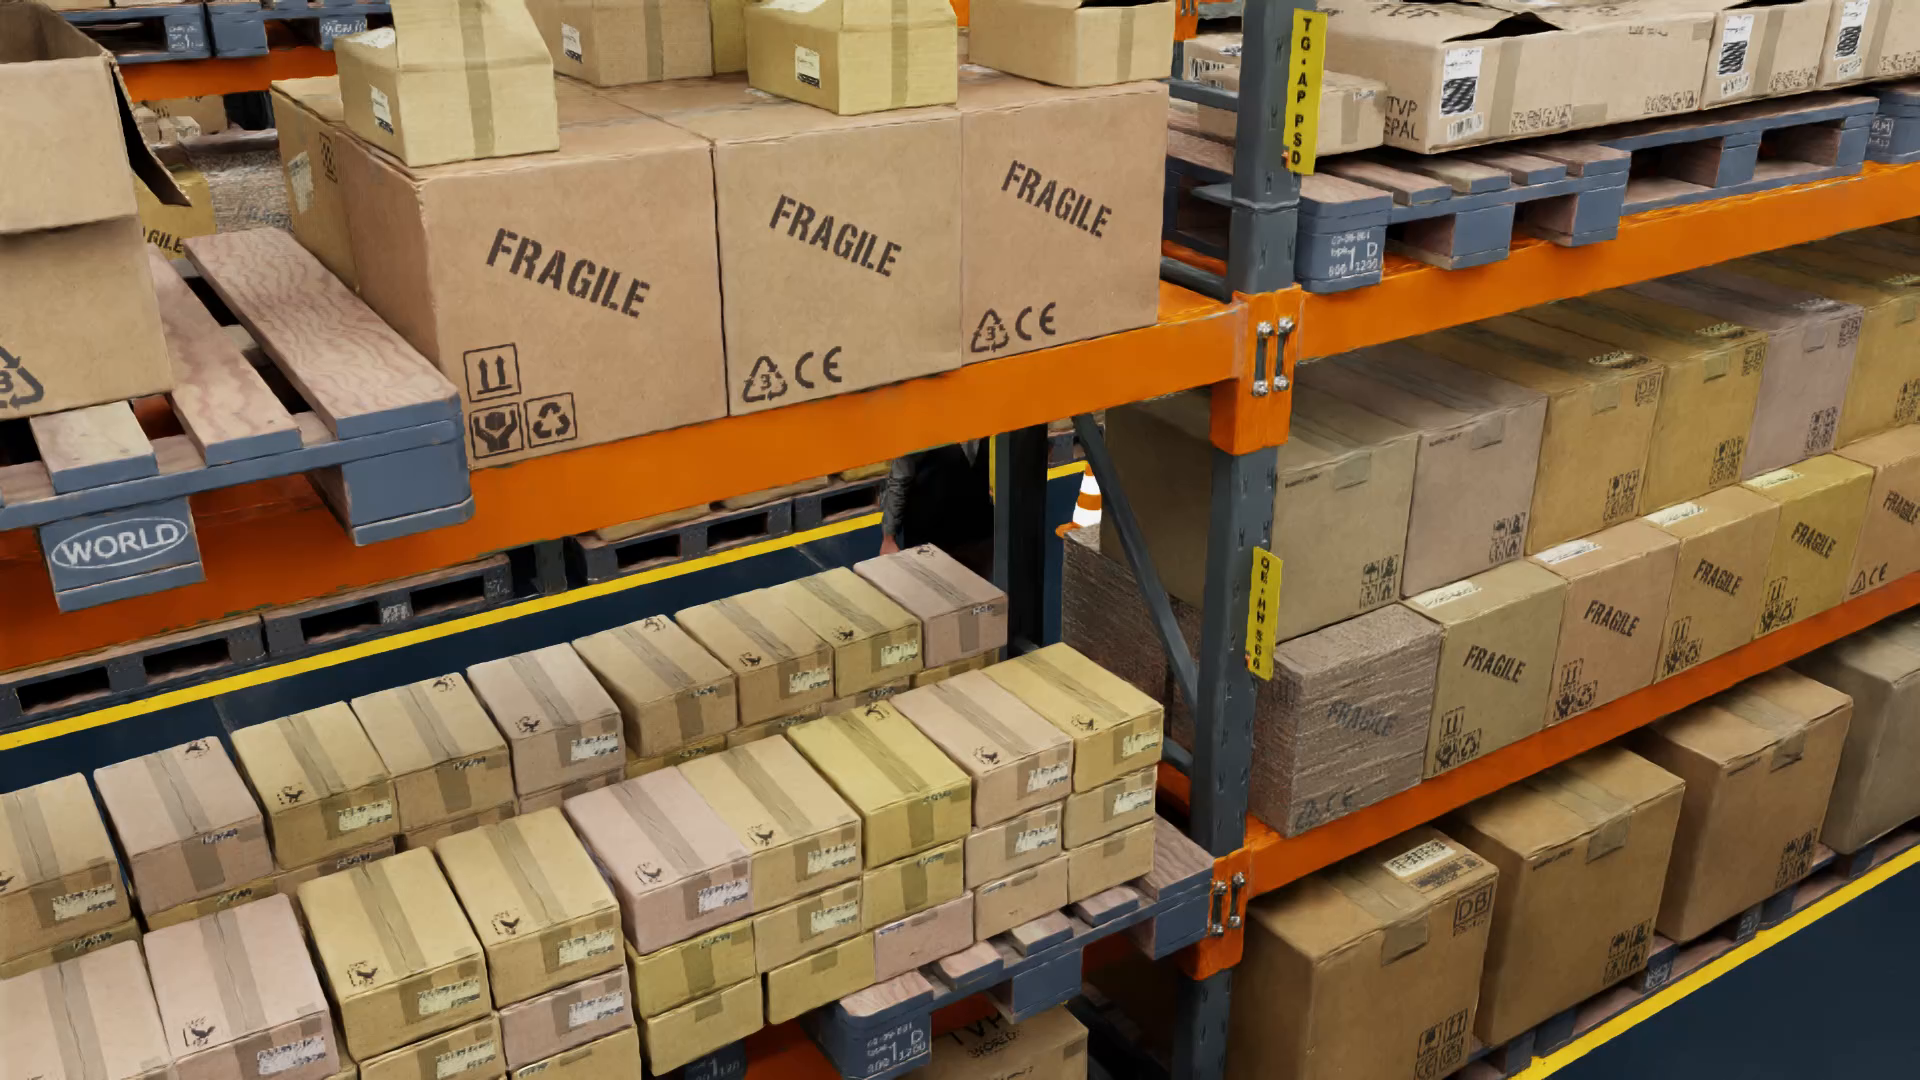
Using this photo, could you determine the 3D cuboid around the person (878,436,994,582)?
[{"bbox_3d":[-0.032,-0.004,7.118,0.689,1.722,0.577,-14,28,-27],"label":"person"}]
